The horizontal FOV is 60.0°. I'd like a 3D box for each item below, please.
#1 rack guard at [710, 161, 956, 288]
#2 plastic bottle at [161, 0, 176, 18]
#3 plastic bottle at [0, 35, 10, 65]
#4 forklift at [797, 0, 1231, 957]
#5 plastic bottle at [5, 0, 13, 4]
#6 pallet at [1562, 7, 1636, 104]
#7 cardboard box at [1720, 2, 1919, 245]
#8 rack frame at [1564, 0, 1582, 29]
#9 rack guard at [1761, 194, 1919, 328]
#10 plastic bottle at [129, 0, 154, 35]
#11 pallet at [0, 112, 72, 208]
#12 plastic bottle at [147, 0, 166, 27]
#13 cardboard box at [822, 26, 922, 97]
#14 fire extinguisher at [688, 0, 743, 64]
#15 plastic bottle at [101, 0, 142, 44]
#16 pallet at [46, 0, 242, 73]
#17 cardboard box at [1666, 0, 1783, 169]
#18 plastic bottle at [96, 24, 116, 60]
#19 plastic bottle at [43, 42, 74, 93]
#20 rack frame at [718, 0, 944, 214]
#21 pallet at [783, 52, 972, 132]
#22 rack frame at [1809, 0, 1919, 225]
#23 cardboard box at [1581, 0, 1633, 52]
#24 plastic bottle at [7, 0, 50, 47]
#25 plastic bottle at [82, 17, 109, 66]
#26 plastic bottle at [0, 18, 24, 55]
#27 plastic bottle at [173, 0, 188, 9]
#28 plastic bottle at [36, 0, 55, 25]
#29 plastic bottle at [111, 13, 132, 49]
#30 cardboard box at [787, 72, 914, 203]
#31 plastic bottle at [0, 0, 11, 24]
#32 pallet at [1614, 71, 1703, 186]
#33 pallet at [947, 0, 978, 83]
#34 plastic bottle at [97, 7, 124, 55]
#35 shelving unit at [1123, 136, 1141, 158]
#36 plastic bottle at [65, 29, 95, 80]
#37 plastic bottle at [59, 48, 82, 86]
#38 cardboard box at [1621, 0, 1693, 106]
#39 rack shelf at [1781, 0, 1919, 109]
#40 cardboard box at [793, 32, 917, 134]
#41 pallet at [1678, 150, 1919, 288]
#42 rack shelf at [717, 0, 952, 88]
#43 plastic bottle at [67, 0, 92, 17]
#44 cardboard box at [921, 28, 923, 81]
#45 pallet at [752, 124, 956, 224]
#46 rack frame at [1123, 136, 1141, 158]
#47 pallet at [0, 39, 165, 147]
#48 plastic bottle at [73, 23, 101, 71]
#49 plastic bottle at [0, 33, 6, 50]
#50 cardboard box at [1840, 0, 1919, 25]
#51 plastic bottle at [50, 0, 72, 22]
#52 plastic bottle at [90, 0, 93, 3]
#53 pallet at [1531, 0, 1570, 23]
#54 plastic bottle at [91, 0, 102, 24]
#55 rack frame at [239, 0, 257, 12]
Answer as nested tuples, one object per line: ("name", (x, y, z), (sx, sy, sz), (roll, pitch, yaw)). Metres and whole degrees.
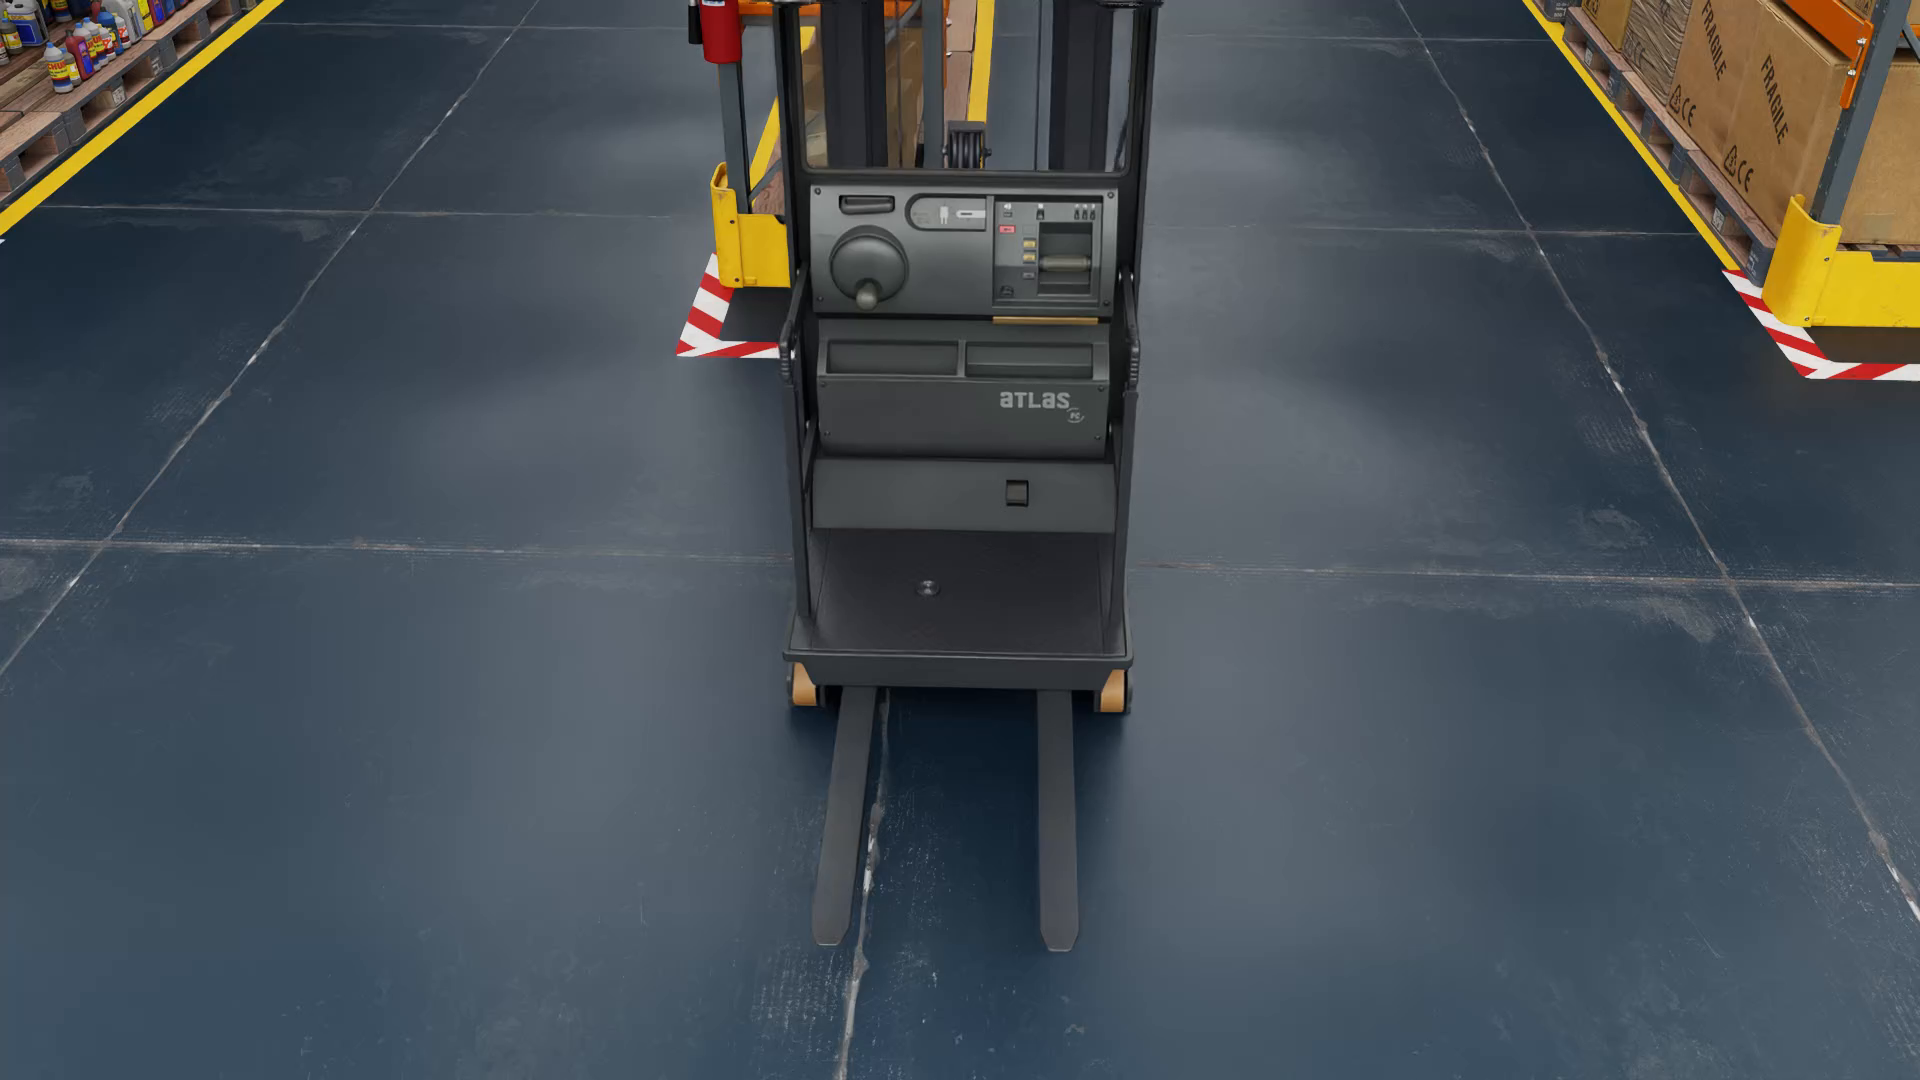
("rack guard", (-0.572, -1.503, 7.954), (1.175, 0.500, 0.348), (1, 35, 2))
("plastic bottle", (-5.109, -3.504, 10.548), (0.144, 0.351, 0.185), (0, 35, 0))
("plastic bottle", (-5.720, -2.928, 9.859), (0.097, 0.201, 0.097), (0, 35, 0))
("forklift", (0.132, -0.826, 4.876), (1.130, 2.935, 3.031), (-6, 35, -8))
("plastic bottle", (-5.866, -3.306, 10.326), (0.061, 0.283, 0.133), (3, 35, 4))
("pallet", (4.429, -3.031, 10.380), (1.003, 0.211, 1.213), (1, 35, 2))
("cardboard box", (4.338, -2.003, 7.974), (0.875, 0.875, 0.875), (2, 35, 2))
("rack frame", (4.537, -4.607, 10.197), (1.000, 3.000, 0.127), (1, 35, 2))
("rack guard", (4.376, -1.273, 7.626), (1.175, 0.500, 0.348), (1, 35, 2))
("plastic bottle", (-5.122, -3.318, 10.284), (0.144, 0.351, 0.185), (1, 35, 2))
("pallet", (-5.530, -1.967, 8.865), (1.003, 0.211, 1.213), (1, 35, 2))
("plastic bottle", (-5.074, -3.382, 10.433), (0.061, 0.283, 0.133), (4, 35, 5))
("cardboard box", (-0.500, -2.693, 9.282), (0.500, 0.500, 0.500), (4, 35, 6))
("fire extinguisher", (-1.040, -2.395, 7.116), (0.296, 0.674, 0.183), (1, 35, 2))
("plastic bottle", (-5.133, -3.194, 10.172), (0.152, 0.276, 0.135), (2, 35, 3))
("pallet", (-5.432, -3.369, 10.860), (1.003, 0.211, 1.213), (1, 35, 2))
("cardboard box", (4.371, -2.508, 8.693), (0.875, 0.875, 0.875), (1, 35, 1))
("plastic bottle", (-5.118, -2.977, 9.928), (0.097, 0.201, 0.097), (0, 35, 0))
("plastic bottle", (-5.140, -2.694, 9.465), (0.097, 0.271, 0.097), (0, 35, 0))
("rack frame", (-0.575, -2.482, 7.173), (1.000, 3.000, 0.127), (1, 35, 2))
("pallet", (-0.452, -2.550, 9.694), (1.003, 0.211, 1.213), (1, 35, 2))
("rack frame", (4.377, -2.309, 6.927), (1.000, 3.000, 0.127), (1, 35, 2))
("cardboard box", (4.442, -3.550, 10.175), (0.875, 0.875, 0.875), (2, 35, 3))
("plastic bottle", (-5.686, -3.164, 10.130), (0.152, 0.276, 0.135), (1, 35, 2))
("plastic bottle", (-5.122, -2.949, 9.827), (0.097, 0.271, 0.097), (0, 35, 0))
("plastic bottle", (-5.720, -3.038, 10.015), (0.097, 0.201, 0.097), (0, 35, 0))
("plastic bottle", (-5.101, -3.614, 10.705), (0.144, 0.351, 0.185), (0, 35, 1))
("plastic bottle", (-5.818, -3.428, 10.440), (0.144, 0.351, 0.185), (0, 35, 0))
("plastic bottle", (-5.110, -3.095, 10.096), (0.097, 0.201, 0.097), (0, 35, 0))
("cardboard box", (-0.533, -1.989, 8.281), (0.500, 0.500, 0.500), (8, 36, 11))
("plastic bottle", (-5.835, -3.184, 10.093), (0.144, 0.351, 0.185), (1, 35, 2))
("pallet", (4.382, -2.329, 9.380), (1.003, 0.211, 1.213), (1, 35, 2))
("pallet", (-0.406, -3.252, 10.694), (1.003, 0.211, 1.213), (1, 35, 2))
("plastic bottle", (-5.114, -3.065, 9.993), (0.097, 0.271, 0.097), (0, 35, 0))
("shelving unit", (0.484, -1.090, 6.743), (0.189, 1.200, 0.258), (21, 39, 12))
("plastic bottle", (-5.113, -2.829, 9.646), (0.061, 0.283, 0.133), (2, 35, 3))
("plastic bottle", (-5.136, -2.725, 9.570), (0.097, 0.201, 0.097), (0, 35, 0))
("cardboard box", (4.410, -3.032, 9.438), (0.875, 0.875, 0.875), (2, 35, 2))
("rack shelf", (4.457, -3.164, 8.769), (1.077, 0.370, 4.000), (1, 35, 2))
("cardboard box", (-0.544, -2.334, 8.770), (0.500, 0.500, 0.500), (10, 36, 14))
("pallet", (4.331, -1.629, 8.385), (1.003, 0.211, 1.213), (1, 35, 2))
("rack shelf", (-0.495, -3.337, 9.014), (1.077, 0.370, 4.000), (1, 35, 2))
("plastic bottle", (-5.667, -3.533, 10.590), (0.144, 0.351, 0.185), (1, 35, 2))
("cardboard box", (-0.432, -3.012, 9.736), (0.500, 0.500, 0.500), (-2, 35, -2))
("pallet", (-0.504, -1.851, 8.700), (1.003, 0.211, 1.213), (1, 35, 2))
("rack frame", (0.568, -1.057, 6.725), (0.006, 1.200, 0.240), (21, 39, 12))
("pallet", (-5.478, -2.666, 9.860), (1.003, 0.211, 1.213), (1, 35, 2))
("plastic bottle", (-5.126, -2.891, 9.746), (0.097, 0.271, 0.097), (0, 35, 0))
("plastic bottle", (-5.843, -3.077, 9.940), (0.144, 0.351, 0.185), (3, 35, 4))
("cardboard box", (4.346, -2.585, 7.189), (0.875, 0.550, 0.550), (1, 35, 2))
("plastic bottle", (-5.696, -3.418, 10.495), (0.097, 0.271, 0.097), (0, 35, 0))
("plastic bottle", (-5.694, -3.602, 10.746), (0.061, 0.283, 0.133), (1, 35, 2))
("pallet", (4.493, -3.912, 11.632), (1.003, 0.211, 1.213), (1, 35, 2))
("plastic bottle", (-5.239, -3.199, 10.173), (0.061, 0.283, 0.133), (1, 35, 2))
("rack frame", (-5.364, -4.894, 10.605), (1.000, 3.000, 0.127), (1, 35, 2))
